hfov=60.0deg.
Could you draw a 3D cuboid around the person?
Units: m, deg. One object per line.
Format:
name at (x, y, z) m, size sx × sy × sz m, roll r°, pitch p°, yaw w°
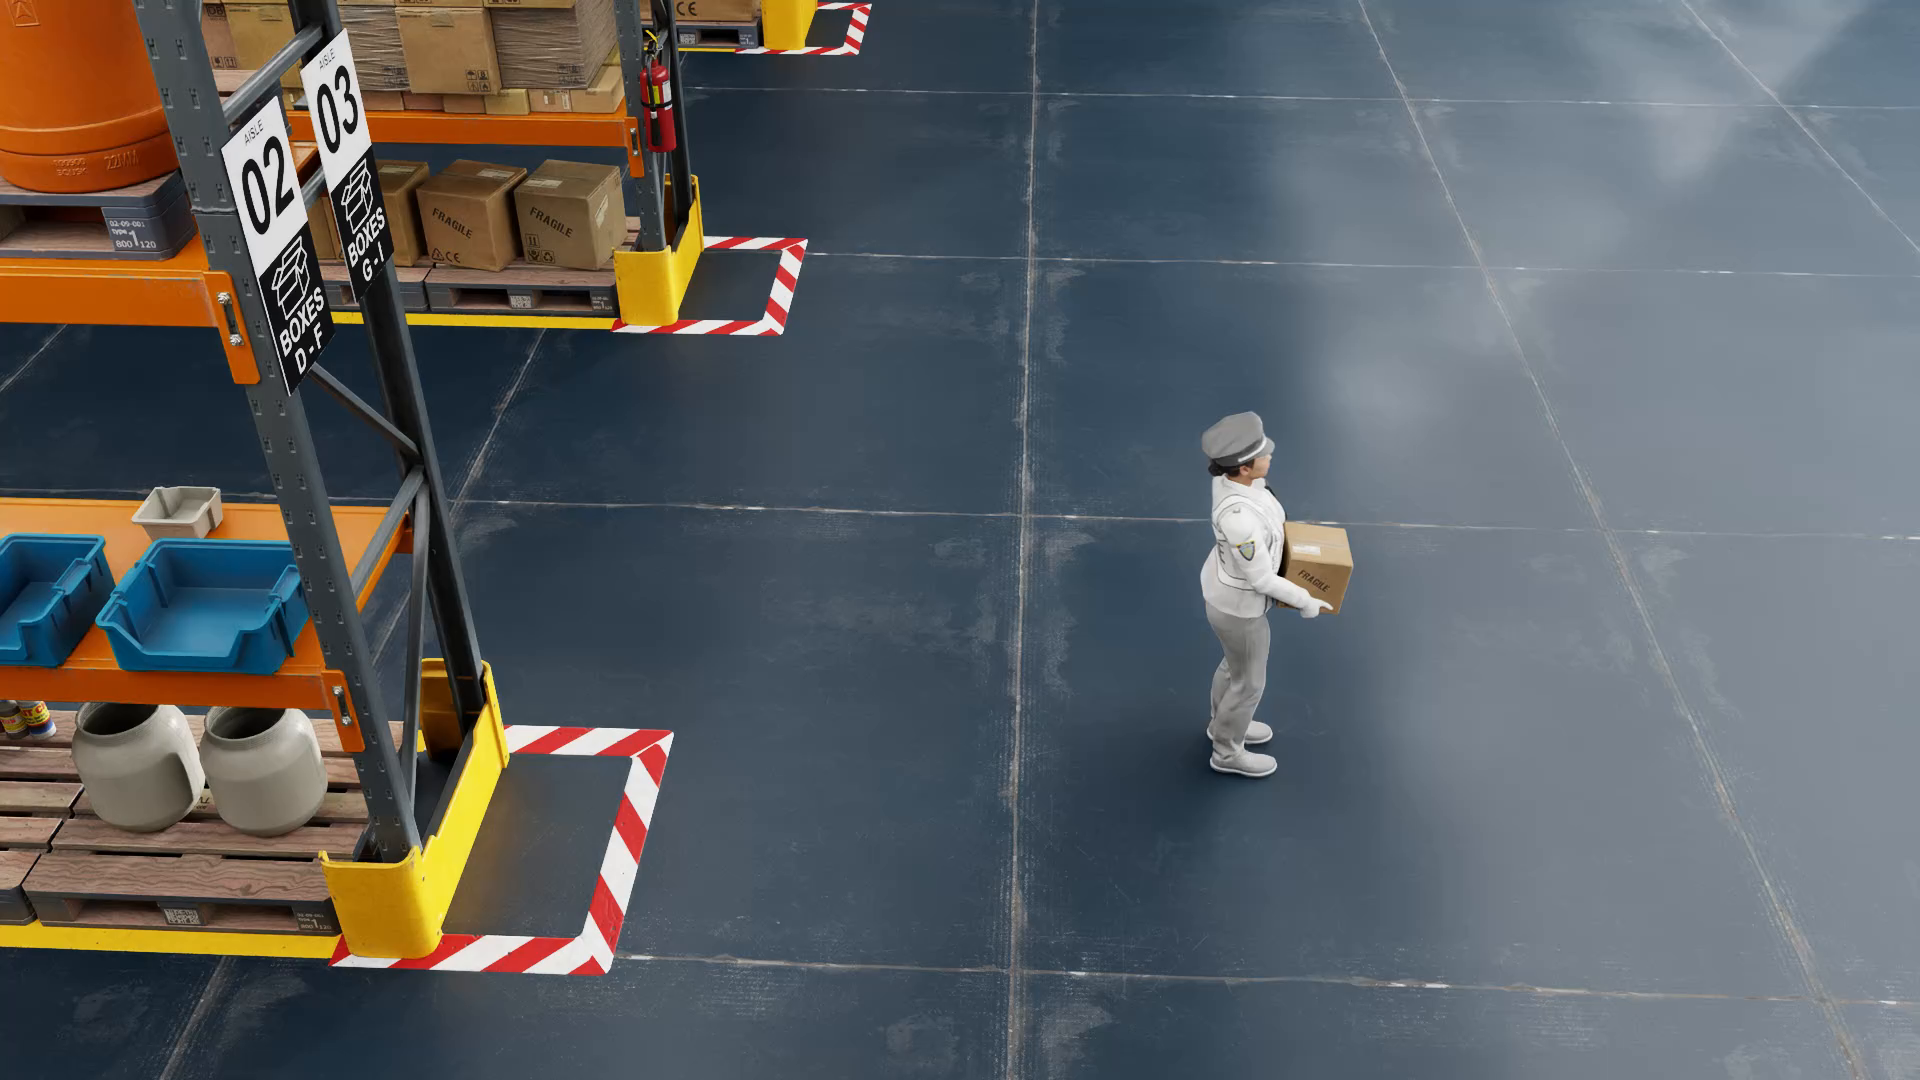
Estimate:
person at (1.206, 0.240, 6.763) m, size 0.563 × 1.686 × 0.453 m, roll 2°, pitch 36°, yaw 3°
